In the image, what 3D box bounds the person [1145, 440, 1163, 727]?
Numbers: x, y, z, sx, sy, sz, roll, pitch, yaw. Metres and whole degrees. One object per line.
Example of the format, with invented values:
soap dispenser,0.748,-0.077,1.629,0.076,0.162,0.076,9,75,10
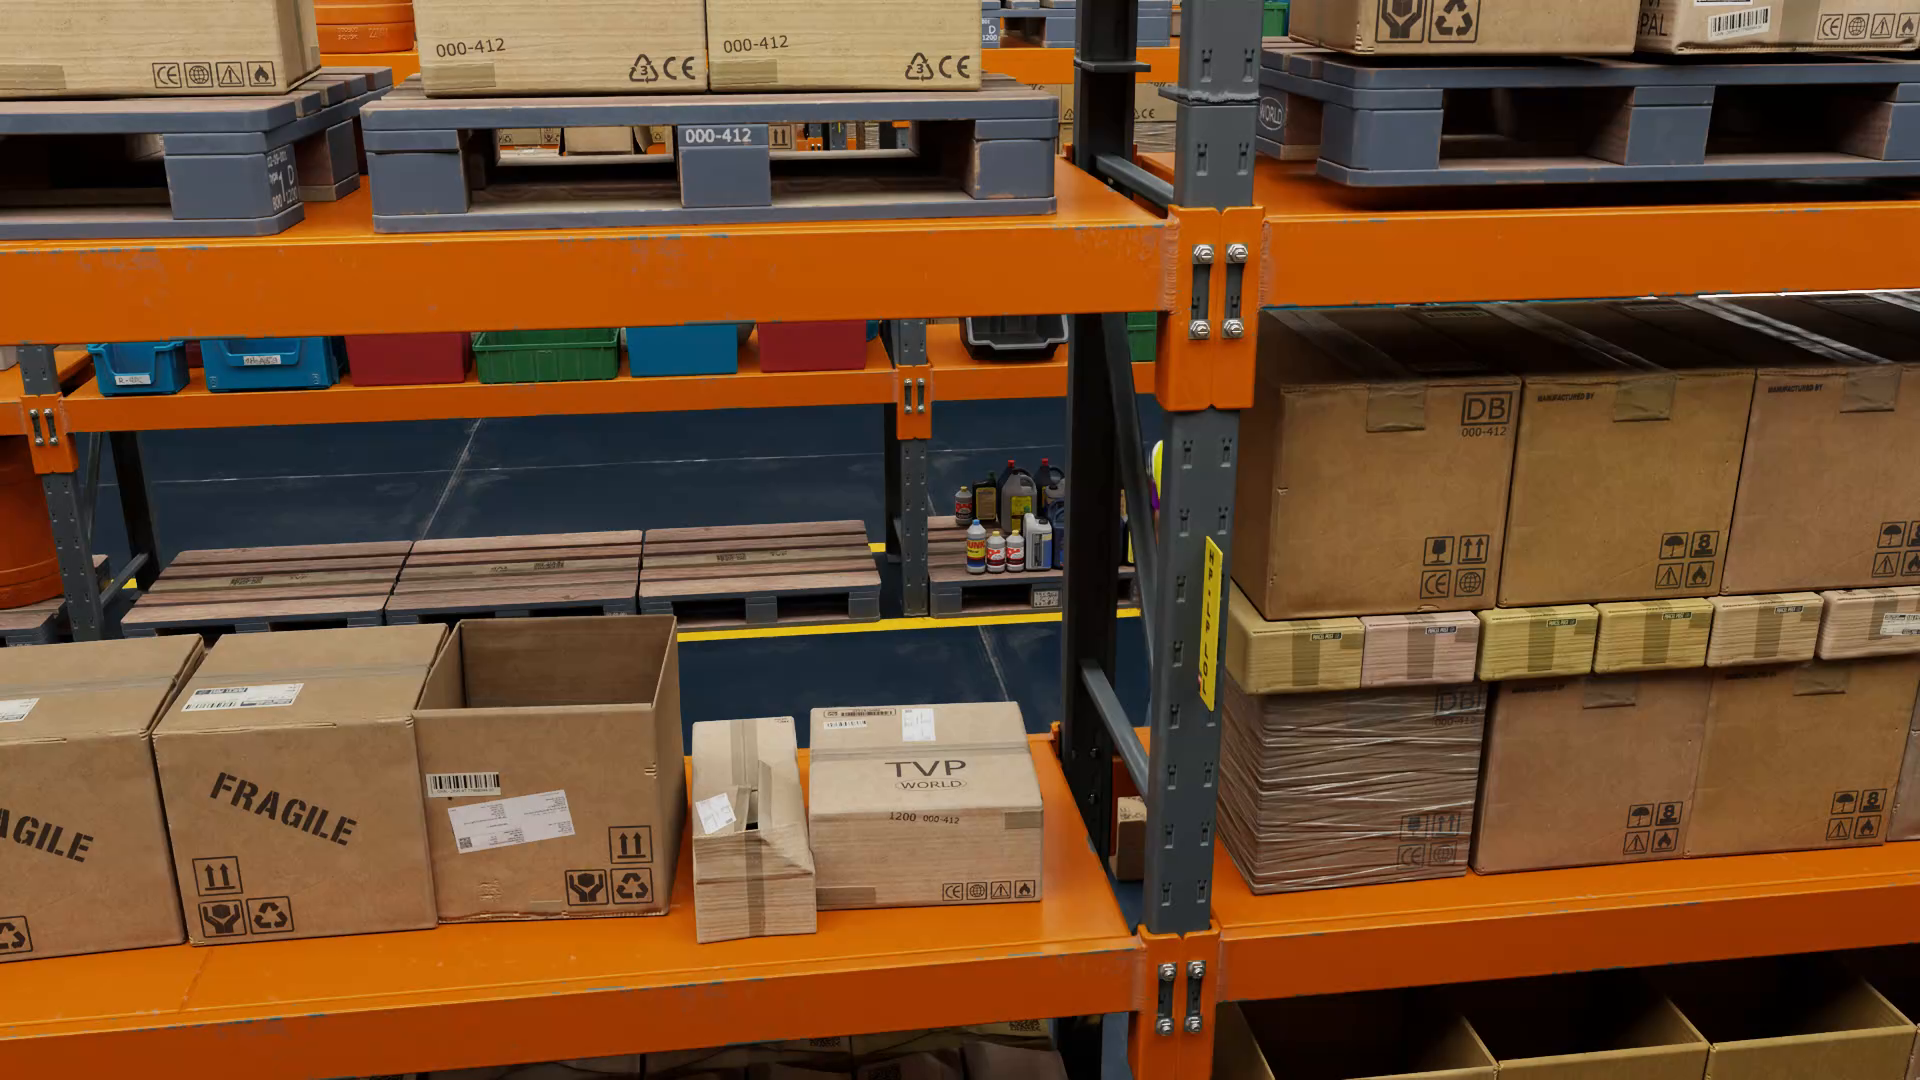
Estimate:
person,0.868,0.228,6.364,0.523,1.757,0.717,-4,20,-11
